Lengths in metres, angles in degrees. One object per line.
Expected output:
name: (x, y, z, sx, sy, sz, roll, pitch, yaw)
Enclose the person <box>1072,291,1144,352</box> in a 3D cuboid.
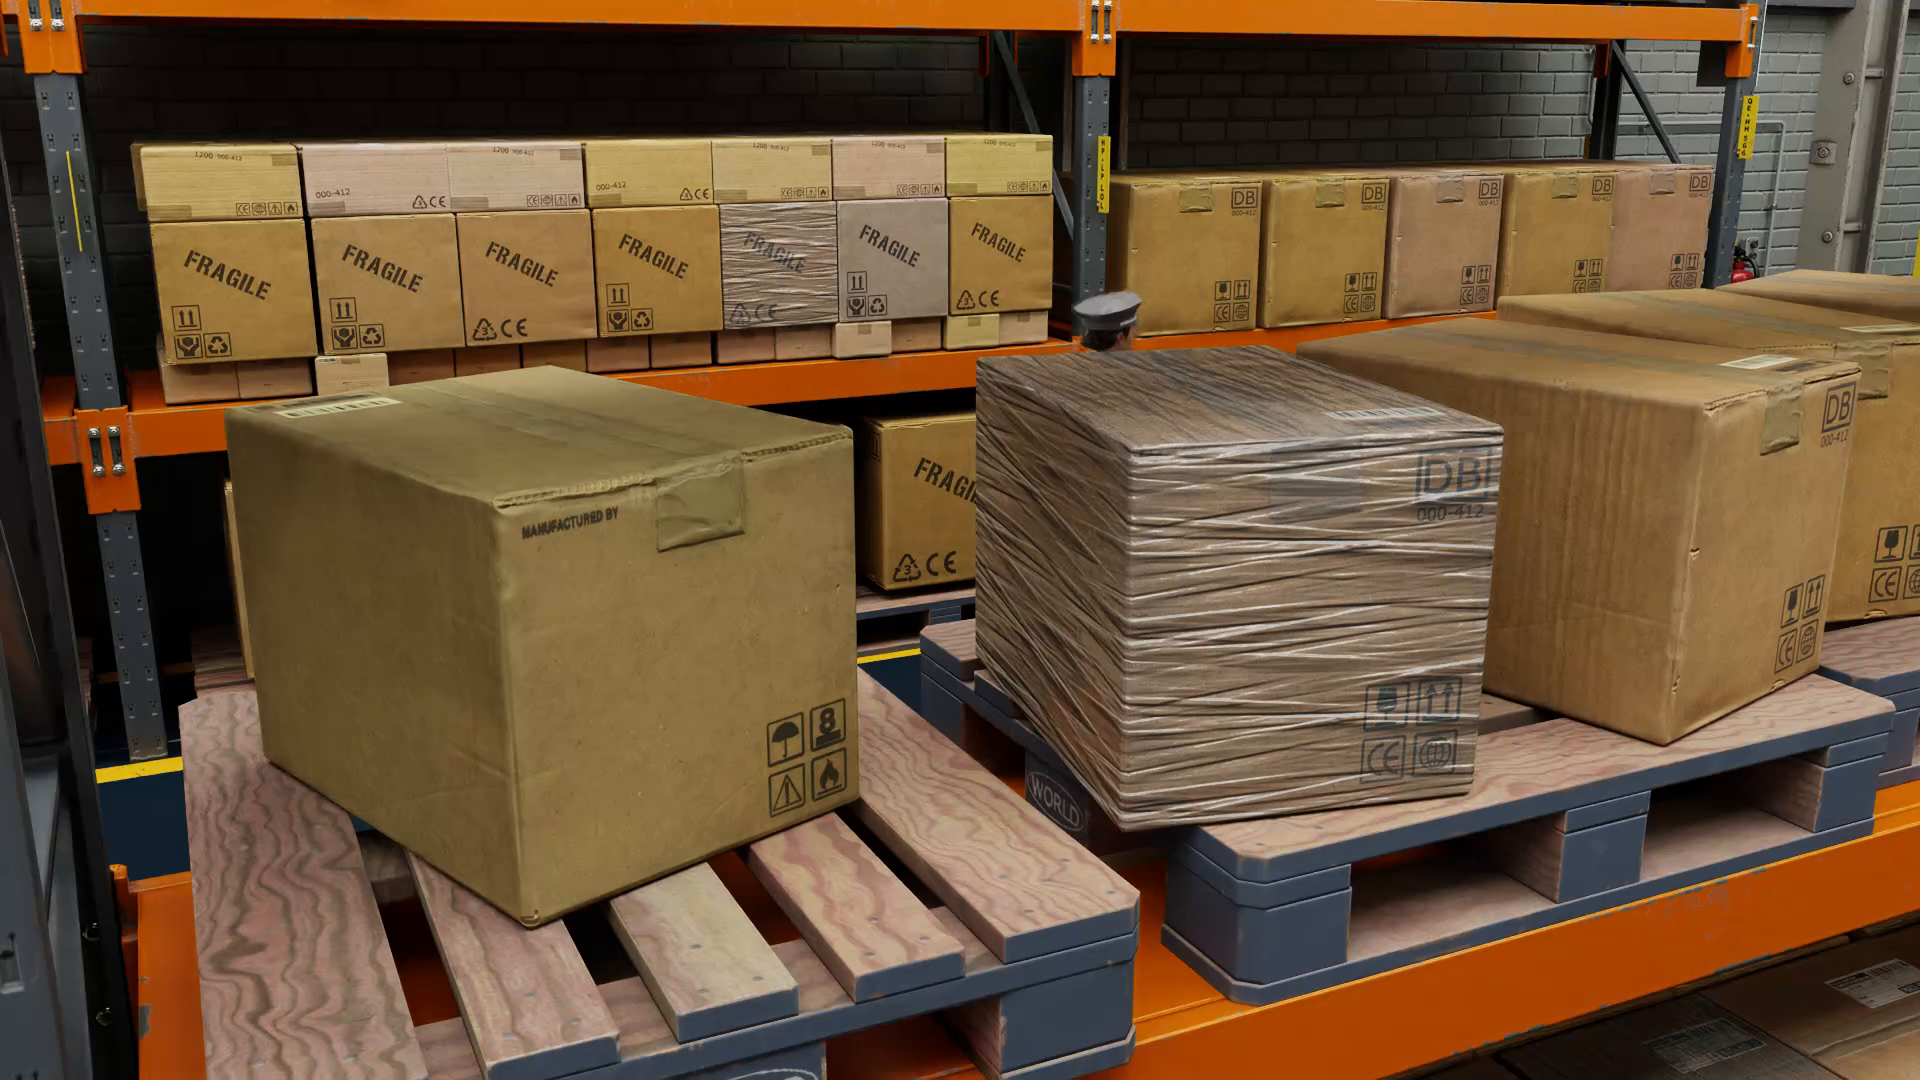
person: (0.577, -0.141, 6.554, 0.544, 1.663, 0.417, -8, 17, -26)
